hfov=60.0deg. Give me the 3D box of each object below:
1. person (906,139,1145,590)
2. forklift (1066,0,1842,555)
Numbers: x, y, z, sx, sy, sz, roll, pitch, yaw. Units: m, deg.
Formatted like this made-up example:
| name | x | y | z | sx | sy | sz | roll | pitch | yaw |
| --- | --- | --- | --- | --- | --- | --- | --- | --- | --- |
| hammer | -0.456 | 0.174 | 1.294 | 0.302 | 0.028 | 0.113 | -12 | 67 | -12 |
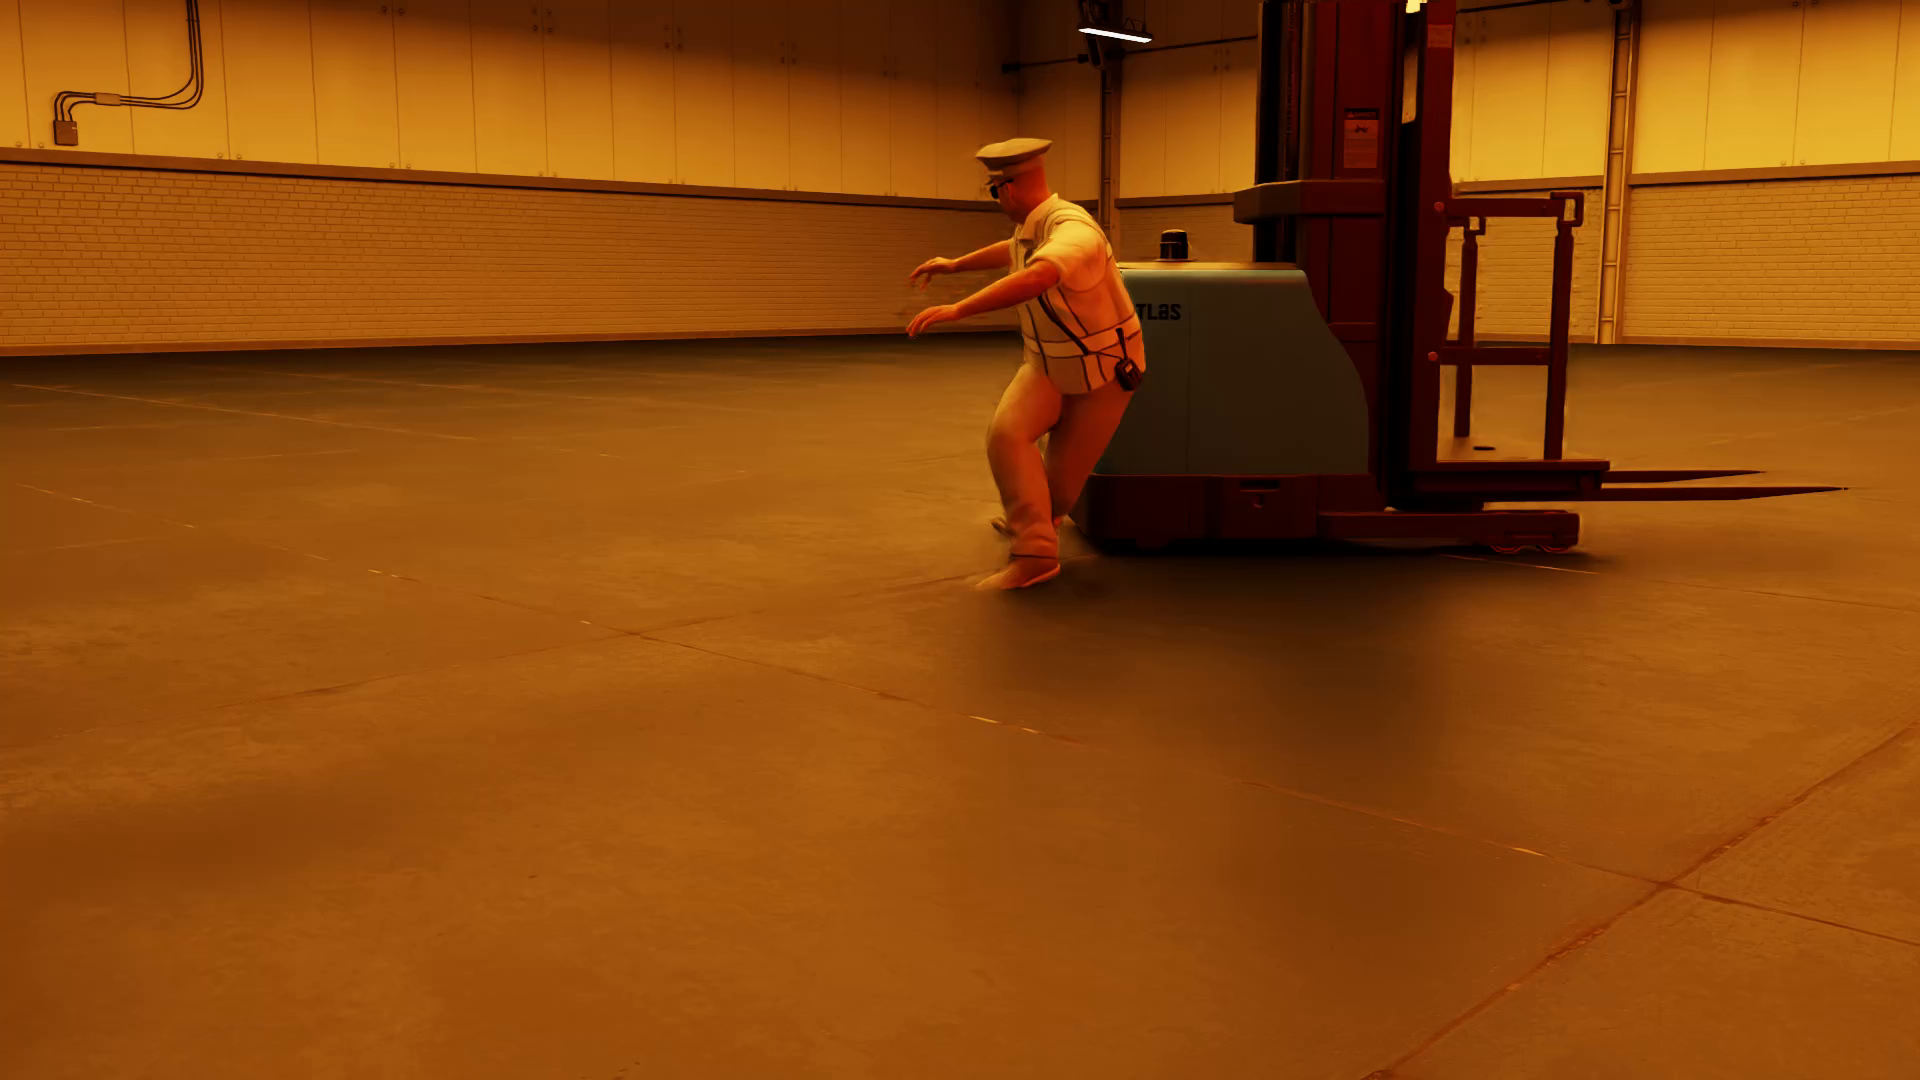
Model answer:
| name | x | y | z | sx | sy | sz | roll | pitch | yaw |
| --- | --- | --- | --- | --- | --- | --- | --- | --- | --- |
| person | 0.110 | -0.598 | 5.793 | 0.916 | 1.548 | 1.130 | 8 | 11 | 42 |
| forklift | 1.969 | -1.472 | 6.650 | 3.031 | 2.935 | 1.130 | 0 | 9 | -3 |
